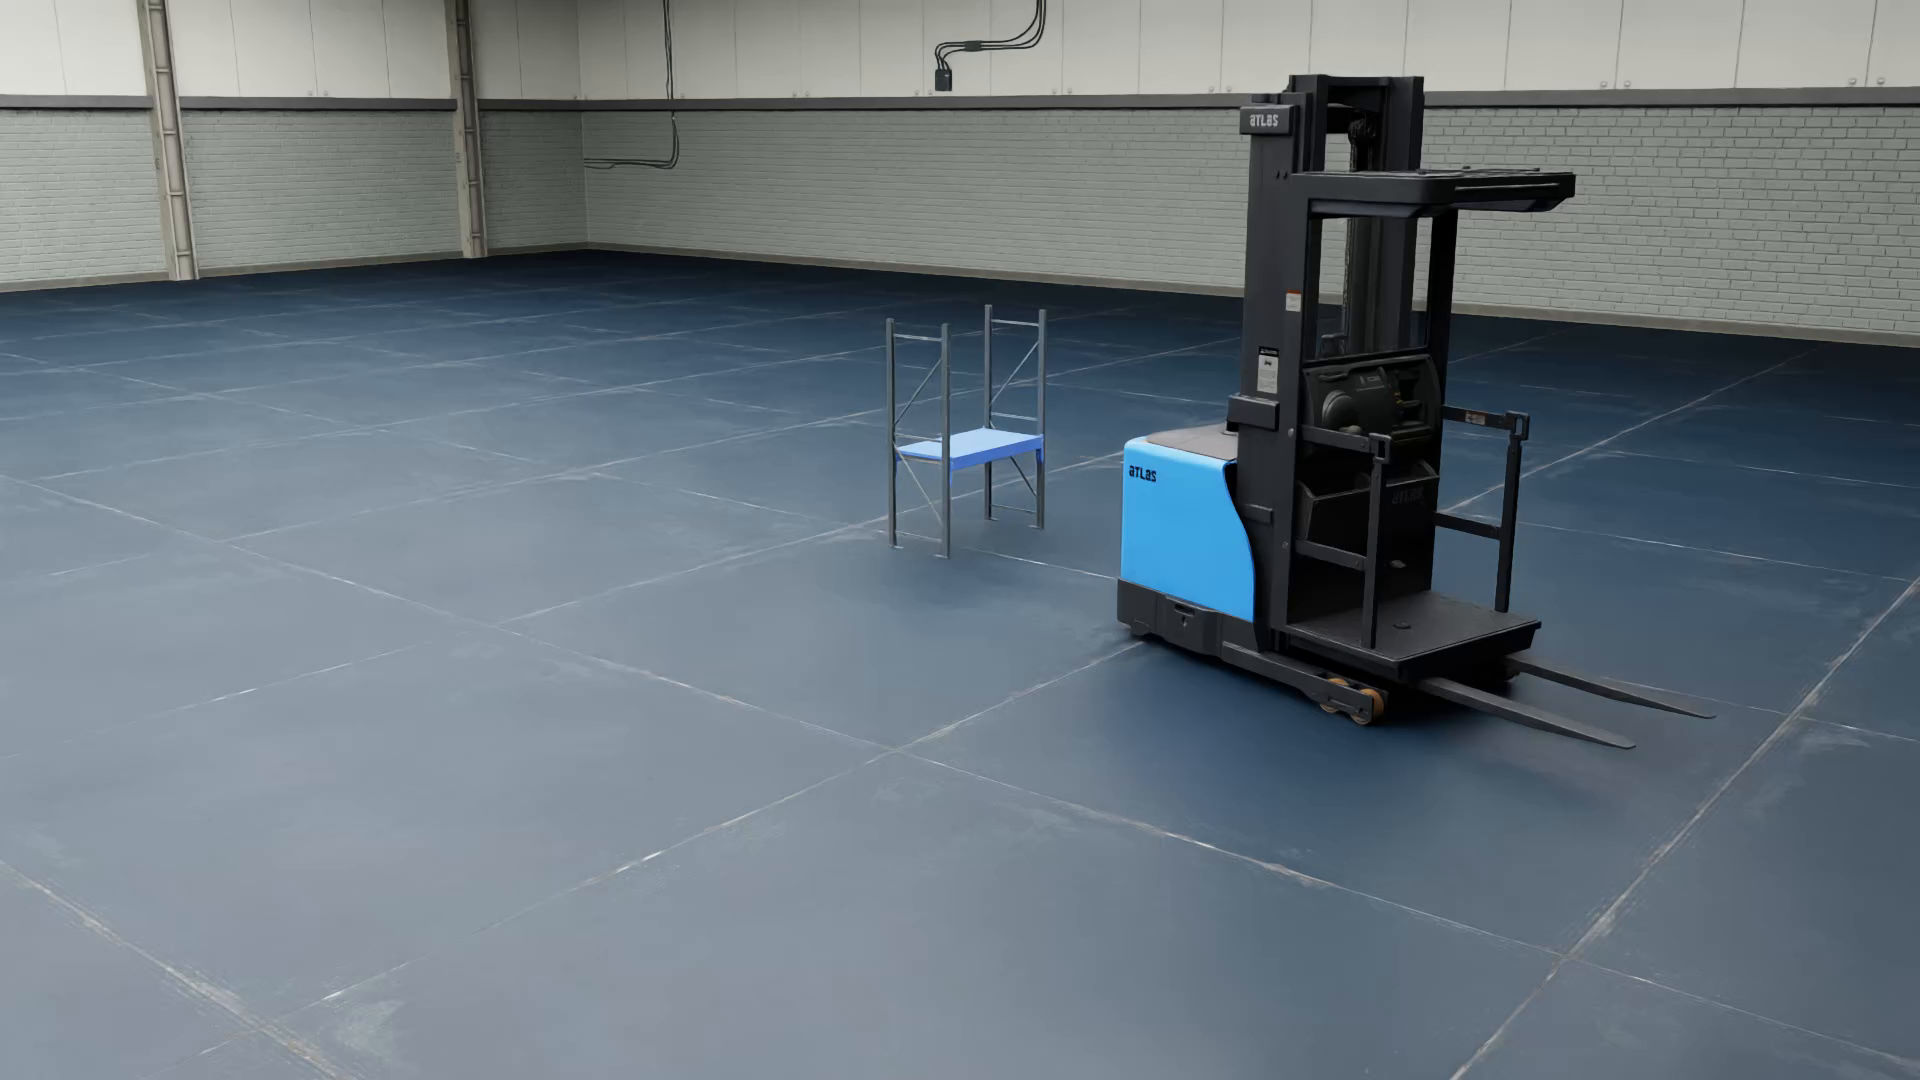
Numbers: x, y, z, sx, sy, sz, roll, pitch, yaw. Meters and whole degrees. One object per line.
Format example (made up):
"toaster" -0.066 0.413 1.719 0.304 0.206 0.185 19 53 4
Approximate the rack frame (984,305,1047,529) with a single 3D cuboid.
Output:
"rack frame" 0.373 -0.841 11.386 0.500 1.500 0.032 11 18 38

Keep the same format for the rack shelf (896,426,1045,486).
"rack shelf" 0.054 -0.569 11.047 0.538 0.185 1.000 11 18 38

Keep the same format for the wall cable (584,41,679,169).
"wall cable" -6.894 -8.912 34.236 3.097 2.526 0.112 11 18 38

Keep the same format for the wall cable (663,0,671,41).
"wall cable" -4.790 -10.941 31.966 3.097 2.526 0.112 11 18 38

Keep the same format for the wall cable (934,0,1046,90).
"wall cable" 0.480 -10.593 27.640 2.305 6.003 0.169 11 18 38

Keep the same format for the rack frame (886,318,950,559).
"rack frame" -0.266 -0.646 10.619 0.500 1.500 0.032 11 18 38

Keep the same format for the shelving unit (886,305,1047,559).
"shelving unit" 0.054 -0.743 11.003 0.538 1.500 1.048 11 18 38

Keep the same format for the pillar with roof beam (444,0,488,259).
"pillar with roof beam" -6.426 -9.392 29.816 9.100 9.000 0.400 11 18 38

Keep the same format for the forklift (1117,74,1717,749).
"forklift" 2.132 -0.697 7.914 1.130 2.935 3.031 -10 17 -35

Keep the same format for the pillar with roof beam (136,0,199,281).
"pillar with roof beam" -10.197 -8.243 25.292 9.100 9.000 0.400 11 18 38
